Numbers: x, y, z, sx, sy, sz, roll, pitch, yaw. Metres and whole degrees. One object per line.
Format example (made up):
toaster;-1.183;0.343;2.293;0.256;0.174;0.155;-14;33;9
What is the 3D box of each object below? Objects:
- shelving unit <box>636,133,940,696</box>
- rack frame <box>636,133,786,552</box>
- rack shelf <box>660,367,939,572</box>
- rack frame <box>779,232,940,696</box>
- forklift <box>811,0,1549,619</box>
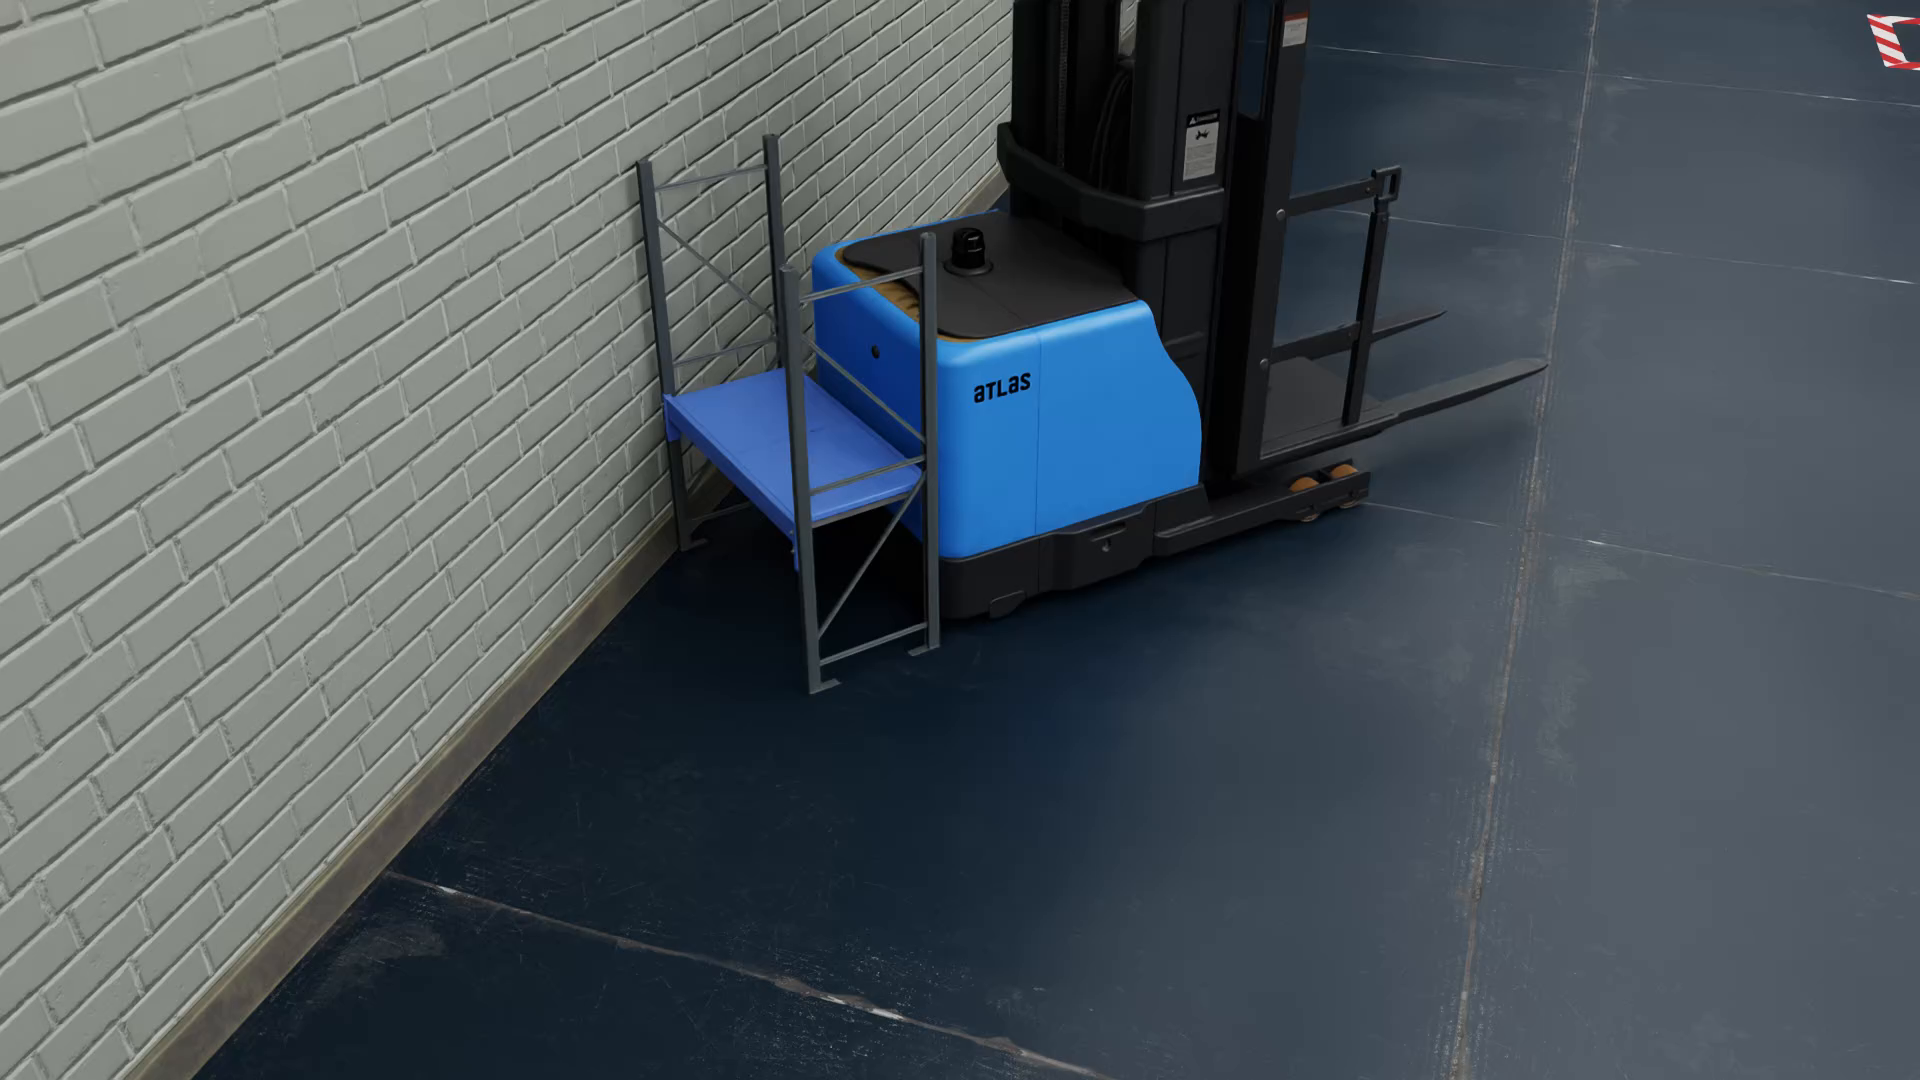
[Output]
shelving unit;-0.561;-0.431;5.535;0.538;1.500;1.048;-19;37;-27
rack frame;-0.832;-0.664;5.896;0.500;1.500;0.032;-19;37;-27
rack shelf;-0.561;-0.280;5.633;0.538;0.185;1.000;-19;37;-27
rack frame;-0.289;-0.198;5.174;0.500;1.500;0.032;-19;37;-27
forklift;0.997;-1.532;5.921;3.031;2.935;1.130;-17;37;-25
